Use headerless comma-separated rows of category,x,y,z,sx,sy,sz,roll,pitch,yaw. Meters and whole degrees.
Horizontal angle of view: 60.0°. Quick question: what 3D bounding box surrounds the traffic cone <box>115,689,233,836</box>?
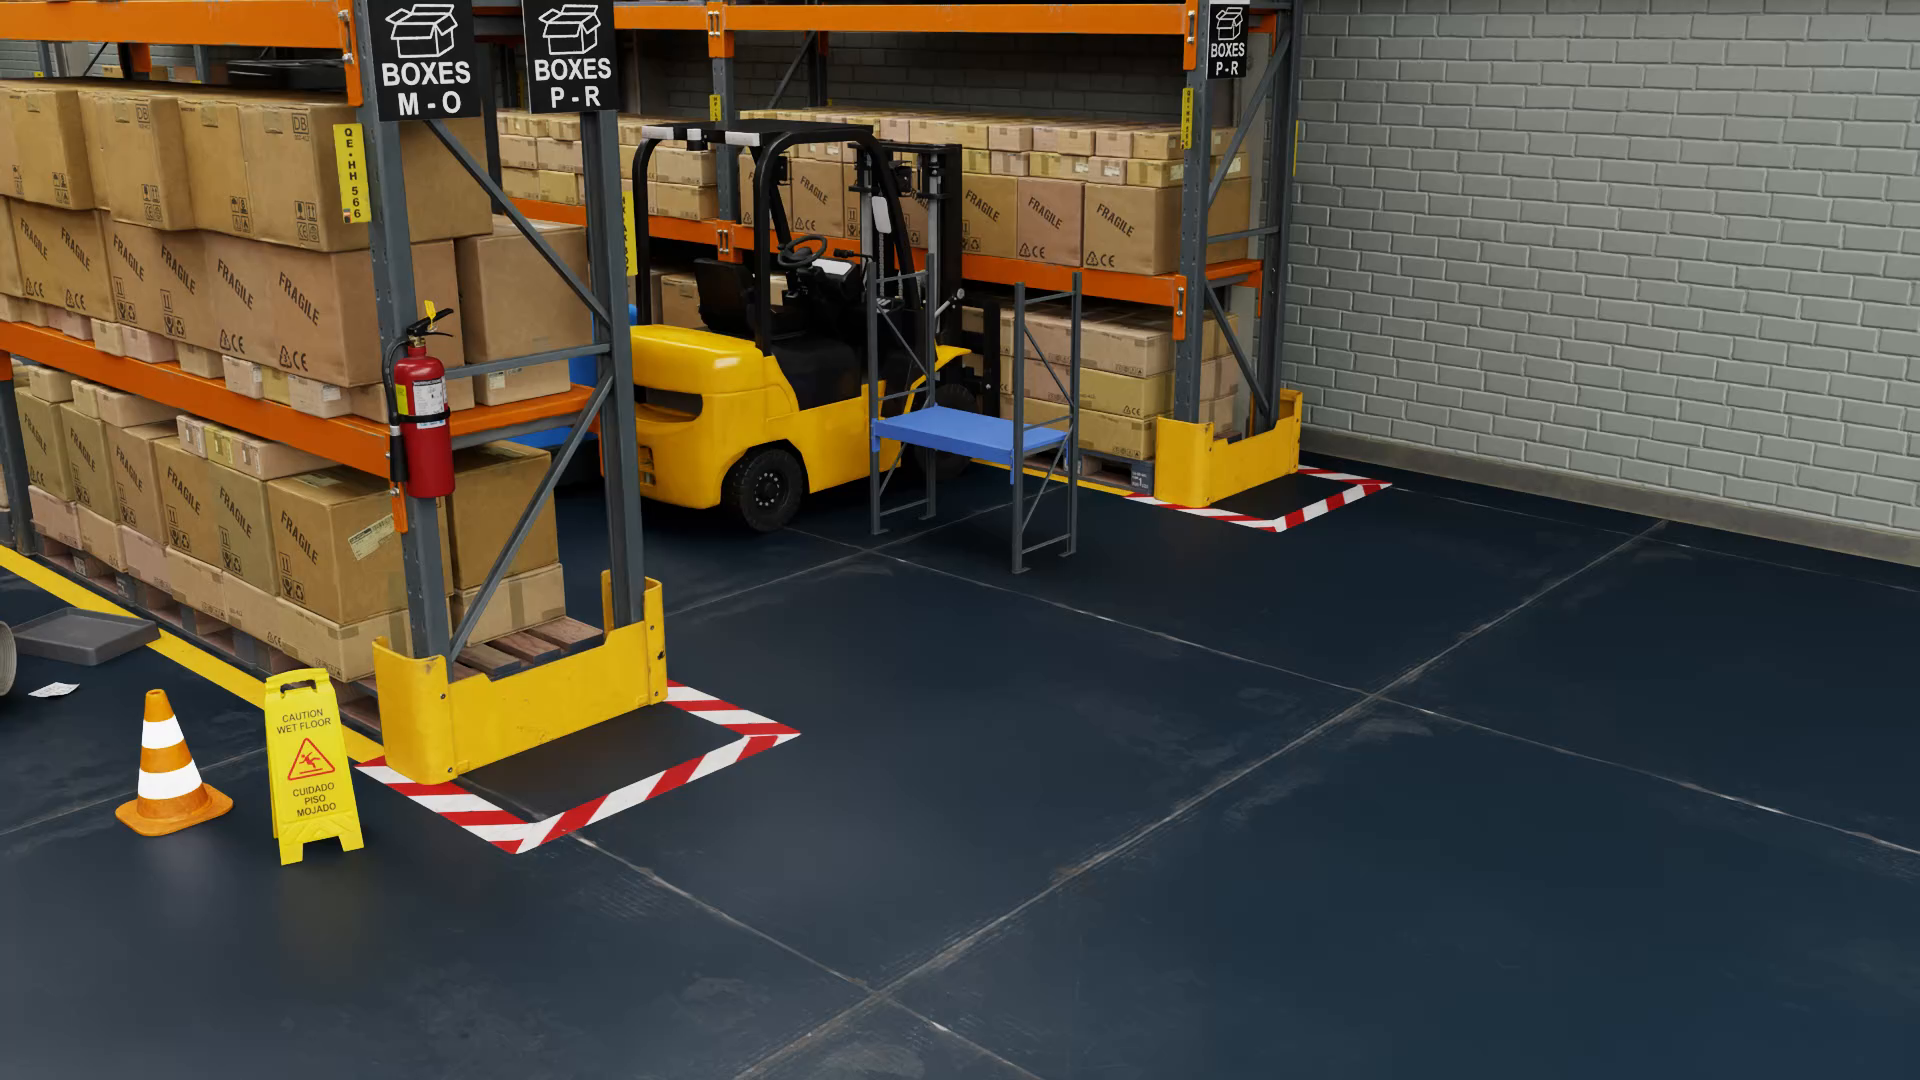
traffic cone,-2.845,0.759,5.956,0.334,0.463,0.336,15,23,39

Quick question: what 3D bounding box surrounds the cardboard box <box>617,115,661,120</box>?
cardboard box,-2.597,-3.375,13.551,0.250,0.149,0.380,15,23,40

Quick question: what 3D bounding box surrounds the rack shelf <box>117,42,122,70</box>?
rack shelf,-6.154,-2.947,9.671,4.000,0.370,1.077,15,23,39

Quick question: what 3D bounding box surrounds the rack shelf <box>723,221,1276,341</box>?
rack shelf,0.129,-1.838,11.135,4.000,0.370,1.077,15,23,39

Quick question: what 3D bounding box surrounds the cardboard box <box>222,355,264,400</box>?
cardboard box,-2.742,-0.690,6.742,0.250,0.149,0.380,16,23,40

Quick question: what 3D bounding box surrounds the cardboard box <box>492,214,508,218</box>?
cardboard box,-2.227,-1.107,6.982,0.500,0.500,0.500,16,24,41

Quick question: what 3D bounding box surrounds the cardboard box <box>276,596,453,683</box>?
cardboard box,-2.468,0.348,6.907,0.500,0.250,0.500,15,23,39

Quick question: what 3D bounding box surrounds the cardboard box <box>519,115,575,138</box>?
cardboard box,-3.343,-3.355,13.488,0.250,0.149,0.380,16,23,40

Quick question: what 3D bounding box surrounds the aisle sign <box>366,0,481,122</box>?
aisle sign,-1.813,-1.817,5.581,0.004,0.787,0.394,15,23,39

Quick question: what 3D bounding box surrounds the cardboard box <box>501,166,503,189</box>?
cardboard box,-3.816,-3.068,14.068,0.500,0.250,0.500,14,23,38

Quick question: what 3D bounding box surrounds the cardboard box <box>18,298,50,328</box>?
cardboard box,-4.413,-1.165,8.238,0.250,0.149,0.380,16,24,41

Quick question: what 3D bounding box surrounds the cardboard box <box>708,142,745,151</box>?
cardboard box,-1.770,-2.958,12.236,0.250,0.149,0.380,16,24,41

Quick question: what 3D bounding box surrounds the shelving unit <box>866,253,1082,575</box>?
shelving unit,0.064,-0.698,8.831,1.048,1.500,0.538,15,23,39

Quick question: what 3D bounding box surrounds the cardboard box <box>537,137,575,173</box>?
cardboard box,-3.037,-3.102,13.347,0.500,0.250,0.500,15,23,40

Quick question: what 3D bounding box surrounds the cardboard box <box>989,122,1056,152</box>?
cardboard box,0.393,-2.485,10.255,0.250,0.149,0.380,16,23,41

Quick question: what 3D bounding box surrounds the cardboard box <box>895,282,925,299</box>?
cardboard box,-0.458,-1.579,11.325,0.500,0.250,0.500,16,24,41

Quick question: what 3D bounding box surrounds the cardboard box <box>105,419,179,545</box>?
cardboard box,-3.602,-0.317,7.764,0.500,0.500,0.500,17,24,42

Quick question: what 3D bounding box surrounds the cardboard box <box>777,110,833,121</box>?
cardboard box,-1.058,-2.922,11.631,0.250,0.149,0.380,15,23,40

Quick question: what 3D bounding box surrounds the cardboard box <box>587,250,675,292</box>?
cardboard box,-2.903,-2.061,13.880,0.625,0.625,0.875,14,22,37

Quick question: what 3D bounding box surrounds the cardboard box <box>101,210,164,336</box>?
cardboard box,-3.366,-1.201,7.280,0.500,0.500,0.500,15,23,40

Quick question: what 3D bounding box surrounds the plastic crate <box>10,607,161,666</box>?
plastic crate,-4.029,0.433,7.614,0.583,0.080,0.402,7,19,21

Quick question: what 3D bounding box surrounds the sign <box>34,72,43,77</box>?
sign,-10.702,-5.282,19.366,0.005,0.325,0.100,15,23,39

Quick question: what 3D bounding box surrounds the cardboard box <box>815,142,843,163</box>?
cardboard box,-0.759,-2.652,11.272,0.250,0.149,0.380,16,23,40

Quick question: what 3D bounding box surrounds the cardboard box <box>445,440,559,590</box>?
cardboard box,-2.105,-0.132,7.181,0.500,0.500,0.500,14,22,37

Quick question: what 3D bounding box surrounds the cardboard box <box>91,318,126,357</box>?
cardboard box,-3.685,-0.945,7.544,0.250,0.149,0.380,15,23,40

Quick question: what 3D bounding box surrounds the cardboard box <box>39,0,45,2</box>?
cardboard box,-3.817,-2.446,7.315,0.250,0.149,0.380,14,22,38

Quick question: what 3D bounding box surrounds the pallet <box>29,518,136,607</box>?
pallet,-4.133,-0.003,8.773,1.213,0.211,1.003,15,23,39

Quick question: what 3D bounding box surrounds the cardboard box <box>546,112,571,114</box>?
cardboard box,-3.328,-3.597,14.248,0.250,0.149,0.380,14,23,38

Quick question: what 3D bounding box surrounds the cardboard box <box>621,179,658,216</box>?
cardboard box,-2.297,-2.653,12.761,0.500,0.250,0.500,15,23,39

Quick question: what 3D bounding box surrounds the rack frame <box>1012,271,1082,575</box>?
rack frame,0.444,-0.596,8.509,0.032,1.500,0.500,15,23,39

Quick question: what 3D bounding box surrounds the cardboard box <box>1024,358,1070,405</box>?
cardboard box,0.686,-1.038,10.448,0.500,0.250,0.500,15,23,39

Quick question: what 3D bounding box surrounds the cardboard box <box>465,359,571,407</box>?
cardboard box,-1.784,-0.651,6.620,0.250,0.149,0.380,15,23,39

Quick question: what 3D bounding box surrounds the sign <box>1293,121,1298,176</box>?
sign,1.998,-2.354,10.010,0.005,0.325,0.100,15,23,39

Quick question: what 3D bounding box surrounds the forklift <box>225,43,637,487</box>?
forklift,-3.390,-1.626,9.390,3.031,2.935,1.130,-13,22,-36

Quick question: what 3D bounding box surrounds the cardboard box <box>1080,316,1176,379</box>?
cardboard box,1.074,-1.168,10.031,0.500,0.250,0.500,16,24,41

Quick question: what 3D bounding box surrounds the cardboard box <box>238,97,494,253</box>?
cardboard box,-2.194,-1.375,6.176,0.500,0.500,0.700,14,23,38

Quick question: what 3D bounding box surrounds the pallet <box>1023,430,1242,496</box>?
pallet,1.025,-0.595,10.636,1.213,0.211,1.003,15,23,39

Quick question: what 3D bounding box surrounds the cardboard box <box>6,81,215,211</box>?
cardboard box,-3.748,-1.773,7.430,0.500,0.500,0.700,14,23,38

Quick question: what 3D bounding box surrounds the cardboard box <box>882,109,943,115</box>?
cardboard box,-0.332,-2.940,11.687,0.250,0.149,0.380,14,23,38

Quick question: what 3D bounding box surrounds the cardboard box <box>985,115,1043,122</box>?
cardboard box,0.378,-2.711,10.966,0.250,0.149,0.380,15,23,40

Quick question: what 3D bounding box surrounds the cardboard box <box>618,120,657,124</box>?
cardboard box,-2.562,-3.156,12.861,0.250,0.149,0.380,14,23,38

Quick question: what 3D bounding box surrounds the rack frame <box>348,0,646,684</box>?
rack frame,-1.667,-0.656,6.220,0.127,3.000,1.000,15,23,39

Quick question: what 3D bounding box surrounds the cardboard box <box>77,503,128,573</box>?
cardboard box,-3.990,-0.064,8.207,0.500,0.250,0.500,17,24,42

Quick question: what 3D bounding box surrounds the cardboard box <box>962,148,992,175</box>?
cardboard box,0.204,-2.395,10.461,0.250,0.149,0.380,15,23,40

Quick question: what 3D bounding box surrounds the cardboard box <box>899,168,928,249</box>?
cardboard box,-0.066,-2.174,10.839,0.500,0.500,0.500,15,23,40

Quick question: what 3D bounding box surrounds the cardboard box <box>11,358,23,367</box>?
cardboard box,-6.677,-0.948,10.789,0.625,0.372,0.950,14,23,38

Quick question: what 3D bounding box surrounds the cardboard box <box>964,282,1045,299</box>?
cardboard box,0.270,-1.592,11.368,0.500,0.250,0.500,14,23,38

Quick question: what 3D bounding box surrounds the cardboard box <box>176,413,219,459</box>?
cardboard box,-3.140,-0.477,7.195,0.250,0.149,0.380,16,24,42

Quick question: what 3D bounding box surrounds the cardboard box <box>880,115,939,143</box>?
cardboard box,-0.309,-2.710,10.961,0.250,0.149,0.380,15,23,39

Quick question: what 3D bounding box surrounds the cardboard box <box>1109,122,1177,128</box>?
cardboard box,1.135,-2.504,10.314,0.250,0.149,0.380,16,23,40

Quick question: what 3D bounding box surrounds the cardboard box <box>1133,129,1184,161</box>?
cardboard box,1.217,-2.303,9.679,0.250,0.149,0.380,15,23,39

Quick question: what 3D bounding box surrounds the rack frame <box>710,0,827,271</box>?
rack frame,-1.367,-2.583,12.291,0.127,3.000,1.000,15,23,39

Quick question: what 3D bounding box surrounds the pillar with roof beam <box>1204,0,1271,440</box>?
pillar with roof beam,-1.155,-4.009,6.867,0.400,9.000,9.100,15,23,39

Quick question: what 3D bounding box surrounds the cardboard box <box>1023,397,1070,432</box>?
cardboard box,0.698,-0.794,10.507,0.500,0.250,0.500,15,23,39

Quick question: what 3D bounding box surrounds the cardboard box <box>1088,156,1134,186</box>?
cardboard box,0.969,-2.187,9.808,0.250,0.149,0.380,16,23,40

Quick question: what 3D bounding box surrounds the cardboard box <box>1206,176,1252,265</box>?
cardboard box,1.439,-1.990,10.257,0.500,0.500,0.500,16,24,41
